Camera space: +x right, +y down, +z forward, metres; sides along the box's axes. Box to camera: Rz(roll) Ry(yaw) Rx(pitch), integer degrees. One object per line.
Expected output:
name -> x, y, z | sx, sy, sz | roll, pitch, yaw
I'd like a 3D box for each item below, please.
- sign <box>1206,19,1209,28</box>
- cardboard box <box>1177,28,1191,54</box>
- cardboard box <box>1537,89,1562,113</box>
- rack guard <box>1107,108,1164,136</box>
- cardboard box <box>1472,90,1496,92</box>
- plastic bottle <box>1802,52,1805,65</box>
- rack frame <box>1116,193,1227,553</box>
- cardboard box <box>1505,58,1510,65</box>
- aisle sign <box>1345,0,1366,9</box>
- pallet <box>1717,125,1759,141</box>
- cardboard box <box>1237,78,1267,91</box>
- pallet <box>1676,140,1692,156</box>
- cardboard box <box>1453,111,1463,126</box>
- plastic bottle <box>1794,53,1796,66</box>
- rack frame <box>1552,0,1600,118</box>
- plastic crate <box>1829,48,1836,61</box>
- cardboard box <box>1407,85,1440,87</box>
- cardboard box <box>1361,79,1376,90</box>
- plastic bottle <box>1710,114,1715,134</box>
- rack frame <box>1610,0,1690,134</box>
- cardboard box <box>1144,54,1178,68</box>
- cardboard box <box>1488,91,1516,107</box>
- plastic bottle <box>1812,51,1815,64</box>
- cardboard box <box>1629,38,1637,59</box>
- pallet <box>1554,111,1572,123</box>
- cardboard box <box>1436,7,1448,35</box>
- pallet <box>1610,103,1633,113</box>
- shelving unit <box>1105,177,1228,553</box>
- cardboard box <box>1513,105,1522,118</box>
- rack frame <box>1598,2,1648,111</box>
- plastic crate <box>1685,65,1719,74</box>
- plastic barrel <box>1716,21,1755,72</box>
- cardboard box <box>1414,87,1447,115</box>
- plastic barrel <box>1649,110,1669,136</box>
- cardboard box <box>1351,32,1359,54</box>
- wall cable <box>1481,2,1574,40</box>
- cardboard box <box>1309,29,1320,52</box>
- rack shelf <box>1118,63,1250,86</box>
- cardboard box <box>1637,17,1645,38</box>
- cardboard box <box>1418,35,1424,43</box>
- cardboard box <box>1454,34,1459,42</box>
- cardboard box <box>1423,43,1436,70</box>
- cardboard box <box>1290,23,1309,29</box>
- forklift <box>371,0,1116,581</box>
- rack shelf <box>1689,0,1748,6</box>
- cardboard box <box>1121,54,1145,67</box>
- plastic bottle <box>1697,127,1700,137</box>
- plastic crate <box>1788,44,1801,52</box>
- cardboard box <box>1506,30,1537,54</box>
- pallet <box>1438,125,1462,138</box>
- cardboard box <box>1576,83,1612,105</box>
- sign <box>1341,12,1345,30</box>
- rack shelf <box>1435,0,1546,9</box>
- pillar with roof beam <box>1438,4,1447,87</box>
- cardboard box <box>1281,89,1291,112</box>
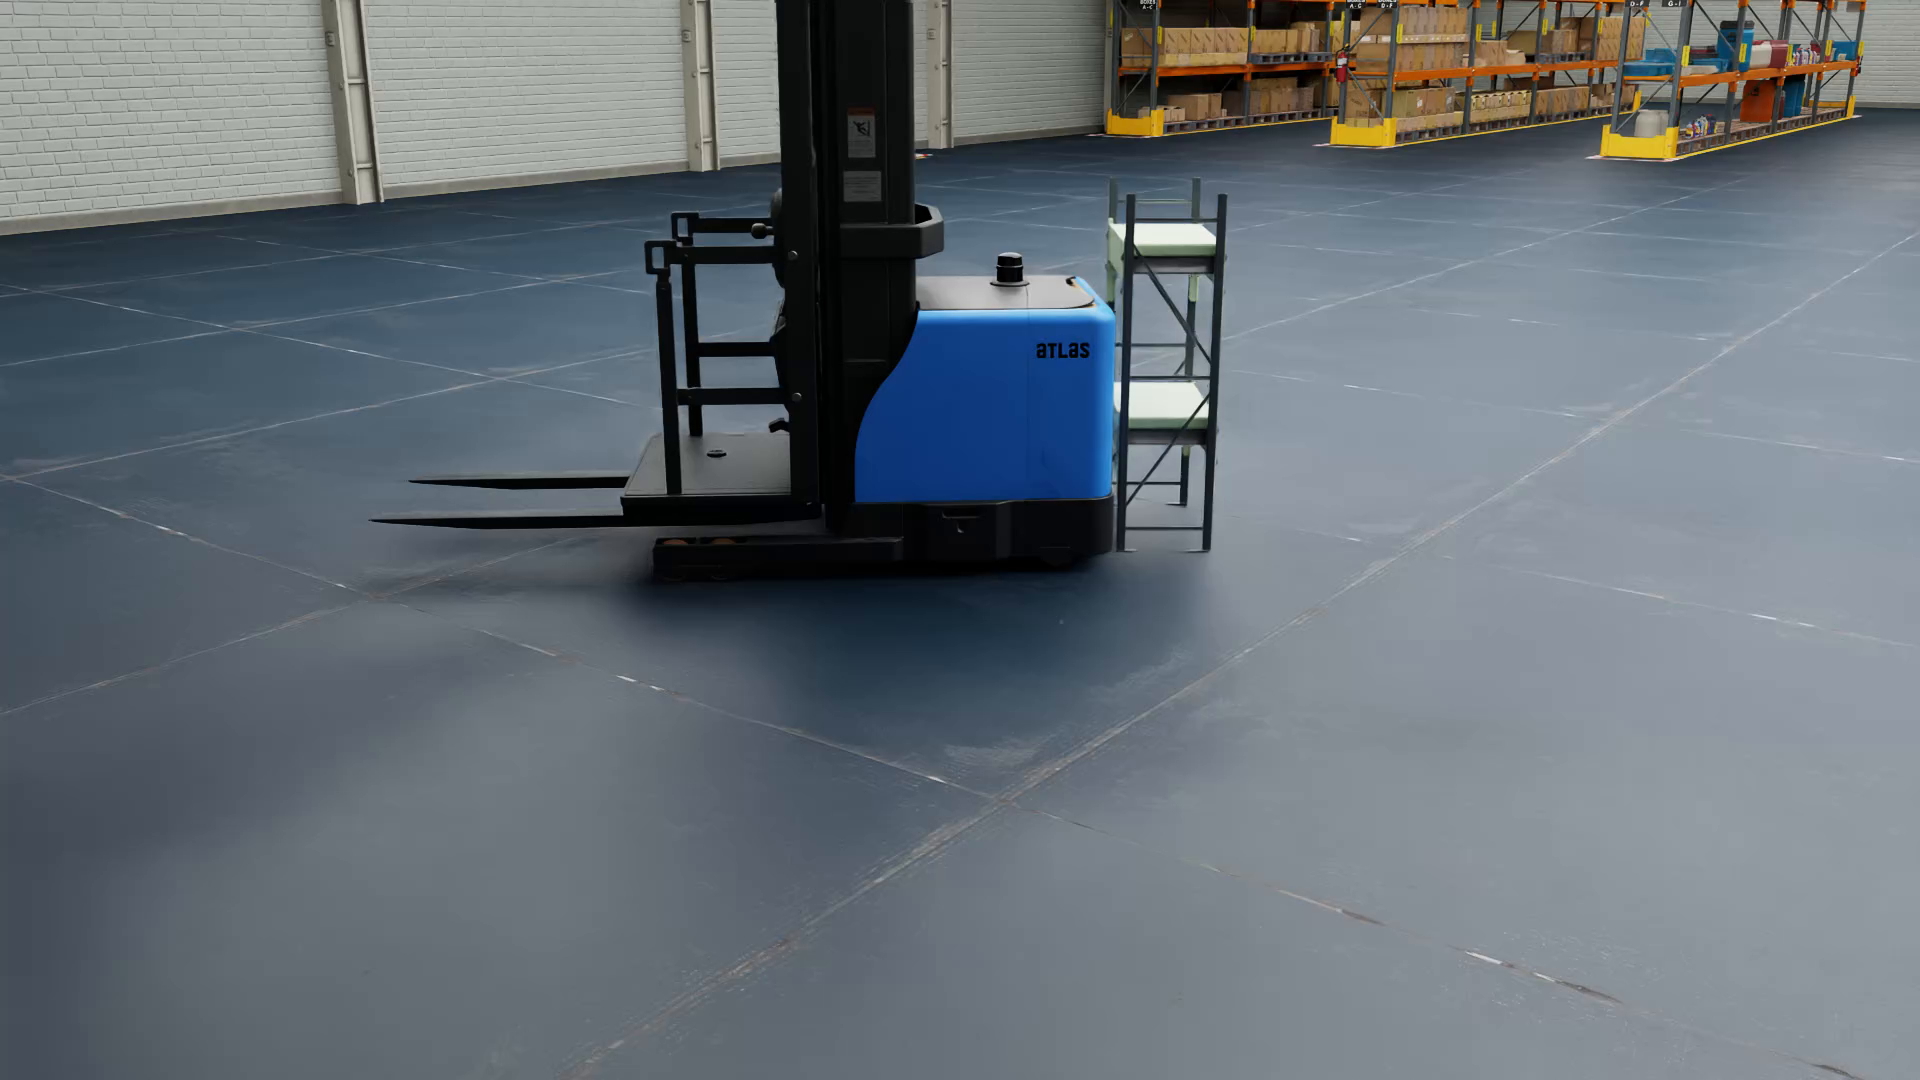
sign -> 5.434, -11.250, 36.461 | 0.100, 0.325, 0.005 | 12, 21, 35
cardboard box -> 4.327, -10.120, 33.729 | 0.500, 0.500, 0.500 | 12, 21, 35
cardboard box -> 13.357, -9.997, 37.851 | 0.500, 0.500, 0.500 | 12, 21, 34
rack guard -> 3.544, -8.472, 33.681 | 1.175, 0.500, 0.348 | 12, 21, 35
cardboard box -> 11.392, -9.634, 36.192 | 0.500, 0.311, 0.500 | 12, 21, 33
plastic bottle -> 17.894, -10.250, 35.403 | 0.152, 0.276, 0.135 | 12, 21, 35
rack frame -> 0.866, -0.665, 6.856 | 0.400, 1.500, 0.023 | 0, 17, 0
cardboard box -> 11.532, -10.245, 35.599 | 0.380, 0.149, 0.250 | 14, 22, 39
aisle sign -> 7.205, -10.051, 30.167 | 0.394, 0.787, 0.004 | 12, 21, 35
pallet -> 15.002, -8.003, 32.660 | 1.003, 0.211, 1.213 | 12, 21, 35
cardboard box -> 6.567, -10.258, 37.428 | 0.500, 0.250, 0.500 | 12, 21, 34
pallet -> 11.951, -6.784, 28.733 | 1.003, 0.211, 1.213 | 12, 21, 35
cardboard box -> 9.762, -8.464, 33.370 | 0.500, 0.250, 0.500 | 12, 21, 35
plastic bottle -> 17.381, -10.029, 34.700 | 0.097, 0.271, 0.097 | 0, 17, 0
rack frame -> 14.630, -11.631, 39.640 | 1.000, 3.000, 0.127 | 12, 21, 35
plastic crate -> 19.663, -11.058, 37.893 | 0.437, 0.282, 0.530 | 12, 21, 35
cardboard box -> 9.335, -8.916, 33.561 | 0.500, 0.500, 0.500 | 12, 21, 35
cardboard box -> 9.839, -11.289, 41.456 | 0.750, 0.750, 0.750 | 13, 22, 36
plastic bottle -> 13.686, -7.590, 30.352 | 0.144, 0.351, 0.185 | 12, 21, 33
rack frame -> 11.455, -7.897, 27.615 | 1.000, 3.000, 0.127 | 12, 21, 35
cardboard box -> 4.045, -9.645, 33.465 | 0.500, 0.250, 0.500 | 12, 21, 33
cardboard box -> 11.524, -9.421, 35.505 | 0.500, 0.311, 0.500 | 12, 21, 34
plastic bottle -> 18.529, -10.485, 36.146 | 0.061, 0.283, 0.133 | 12, 21, 35
cardboard box -> 16.658, -12.353, 41.795 | 0.500, 0.500, 0.500 | 13, 21, 35
pallet -> 13.449, -9.807, 38.468 | 1.003, 0.211, 1.213 | 12, 21, 35
cardboard box -> 9.005, -10.046, 32.181 | 0.700, 0.500, 0.500 | 12, 21, 35
pallet -> 16.493, -11.044, 42.451 | 1.003, 0.211, 1.213 | 12, 21, 35
shelving unit -> 0.864, -0.773, 7.206 | 0.431, 1.500, 0.755 | 0, 17, 0
cardboard box -> 11.824, -9.274, 35.978 | 0.500, 0.250, 0.500 | 12, 21, 34
rack frame -> 17.013, -12.584, 42.708 | 1.000, 3.000, 0.127 | 12, 21, 35
plastic crate -> 13.075, -8.292, 29.332 | 0.530, 0.136, 0.437 | 12, 21, 35
plastic barrel -> 14.312, -9.127, 30.732 | 0.600, 0.901, 0.708 | 12, 21, 35
cardboard box -> 9.160, -8.585, 32.496 | 0.500, 0.500, 0.500 | 12, 21, 35
plastic barrel -> 12.085, -7.199, 28.854 | 0.421, 0.512, 0.421 | 0, 17, 0
cardboard box -> 9.377, -12.064, 40.329 | 0.500, 0.500, 0.500 | 12, 21, 34
wall cable -> 16.689, -16.124, 49.229 | 3.097, 2.526, 0.112 | 12, 21, 35
cardboard box -> 7.994, -11.697, 38.942 | 0.700, 0.500, 0.500 | 10, 20, 28
rack shelf -> 4.691, -9.780, 34.893 | 1.077, 0.370, 4.000 | 12, 21, 35
cardboard box -> 16.969, -12.954, 42.047 | 0.500, 0.500, 0.500 | 12, 21, 34
cardboard box -> 8.500, -9.432, 31.296 | 0.380, 0.149, 0.250 | 12, 21, 33
cardboard box -> 9.570, -9.859, 32.672 | 0.380, 0.149, 0.250 | 12, 21, 33
cardboard box -> 8.688, -9.299, 31.961 | 0.700, 0.500, 0.500 | 13, 22, 36
cardboard box -> 7.904, -11.954, 38.675 | 0.380, 0.149, 0.250 | 9, 19, 26
forklift -> -0.906, -1.396, 6.796 | 3.031, 2.935, 1.130 | -1, 17, -4
rack shelf -> 12.647, -9.462, 28.810 | 1.077, 0.370, 4.000 | 12, 21, 35
cardboard box -> 3.622, -9.731, 33.740 | 0.500, 0.250, 0.500 | 13, 21, 35
plastic bottle -> 13.109, -7.276, 29.593 | 0.097, 0.201, 0.097 | 0, 17, 0
plastic crate -> 18.610, -10.947, 37.364 | 0.392, 0.384, 0.575 | 12, 21, 35
cardboard box -> 12.531, -11.096, 37.042 | 0.700, 0.500, 0.500 | 5, 18, 16
pallet -> 9.355, -8.212, 33.331 | 1.003, 0.211, 1.213 | 12, 21, 35
cardboard box -> 15.745, -11.097, 41.389 | 0.797, 0.503, 0.637 | 12, 21, 35
sign -> 7.052, -9.538, 30.549 | 0.100, 0.325, 0.005 | 12, 21, 35
rack shelf -> 11.055, -11.291, 34.700 | 1.077, 0.370, 4.000 | 12, 21, 35
pillar with roof beam -> 17.404, -16.358, 44.747 | 9.100, 9.000, 0.400 | 12, 21, 35
cardboard box -> 7.205, -10.163, 38.385 | 0.700, 0.500, 0.500 | 12, 21, 34
